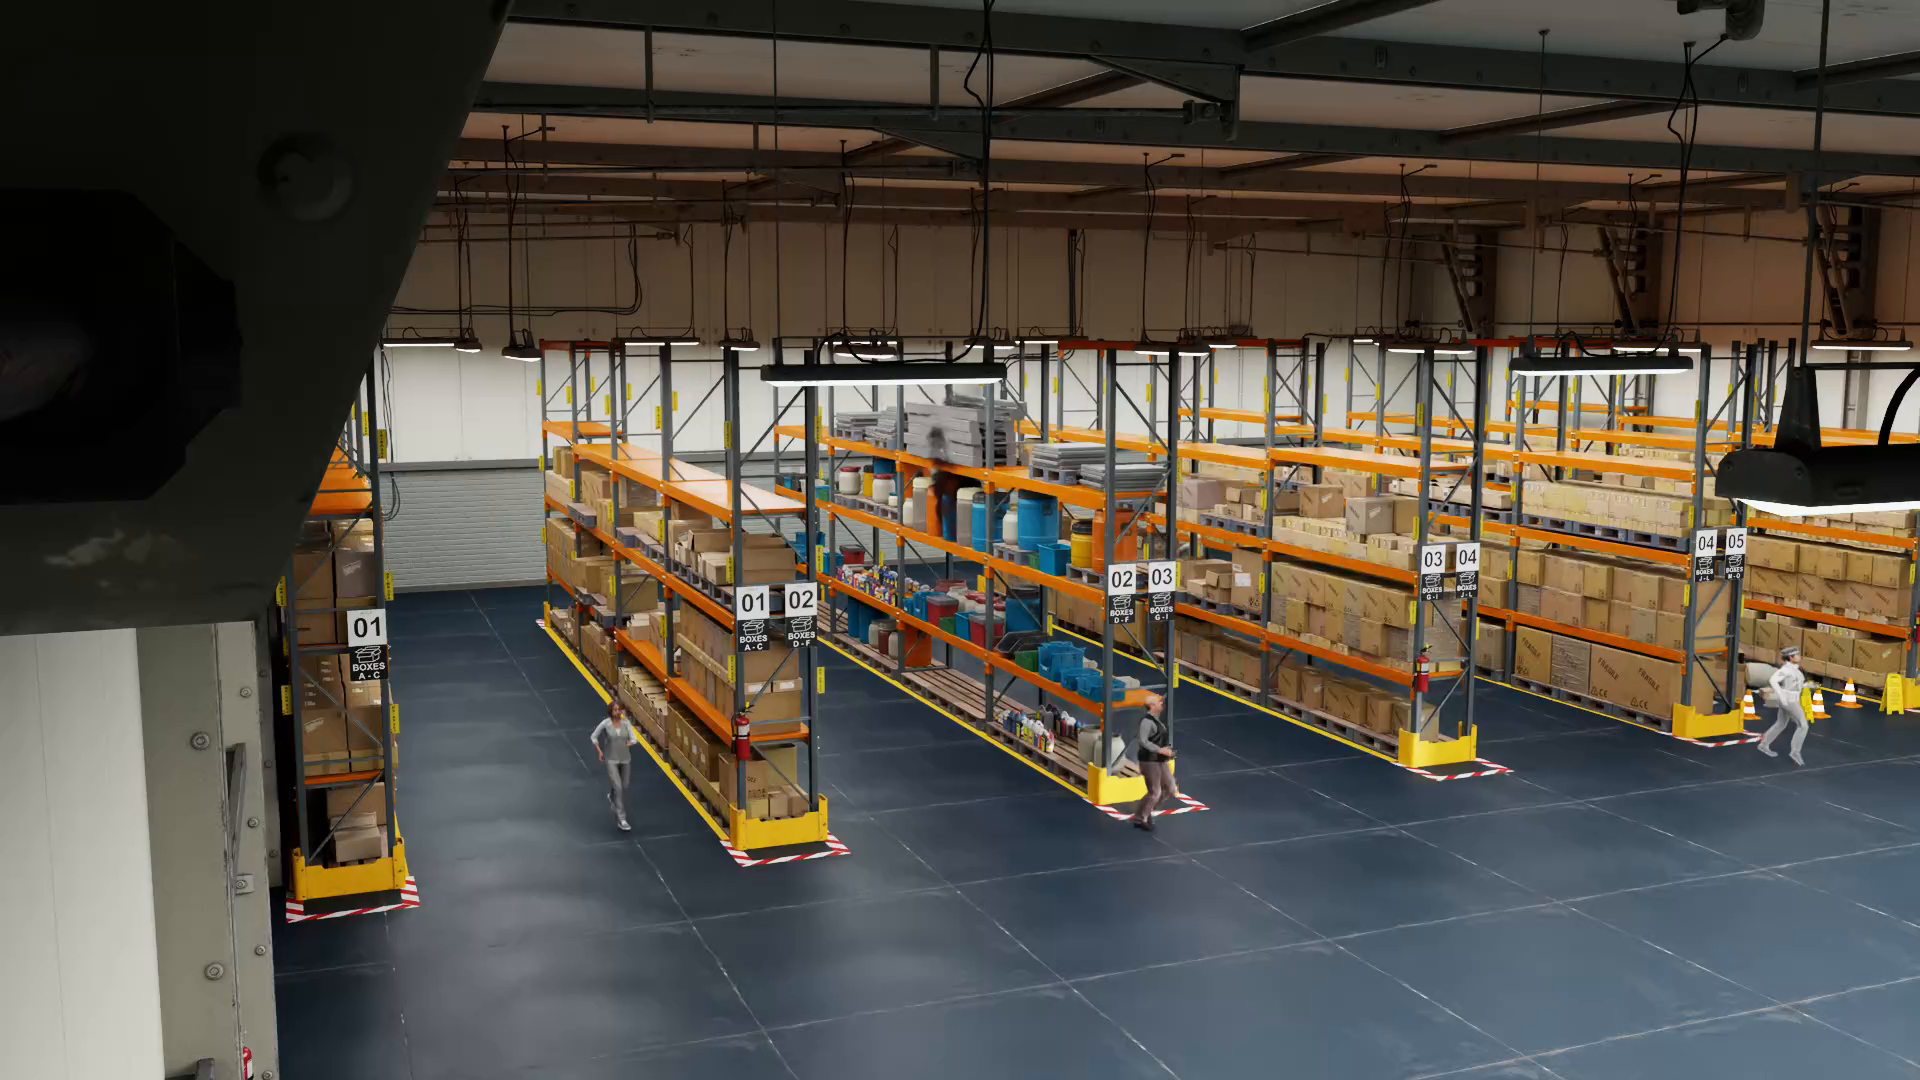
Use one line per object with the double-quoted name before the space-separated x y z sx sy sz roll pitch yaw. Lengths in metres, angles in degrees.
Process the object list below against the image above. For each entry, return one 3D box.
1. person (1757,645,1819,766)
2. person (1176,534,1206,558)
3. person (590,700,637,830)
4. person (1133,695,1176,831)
"person" 11.975 2.383 24.042 0.750 1.763 0.579 4 8 26
"person" 5.190 0.665 37.187 0.652 1.707 0.743 -5 9 -32
"person" -4.361 2.806 21.031 0.521 1.576 0.877 -5 9 -32
"person" 2.470 2.784 20.879 0.530 1.690 0.691 3 8 21
